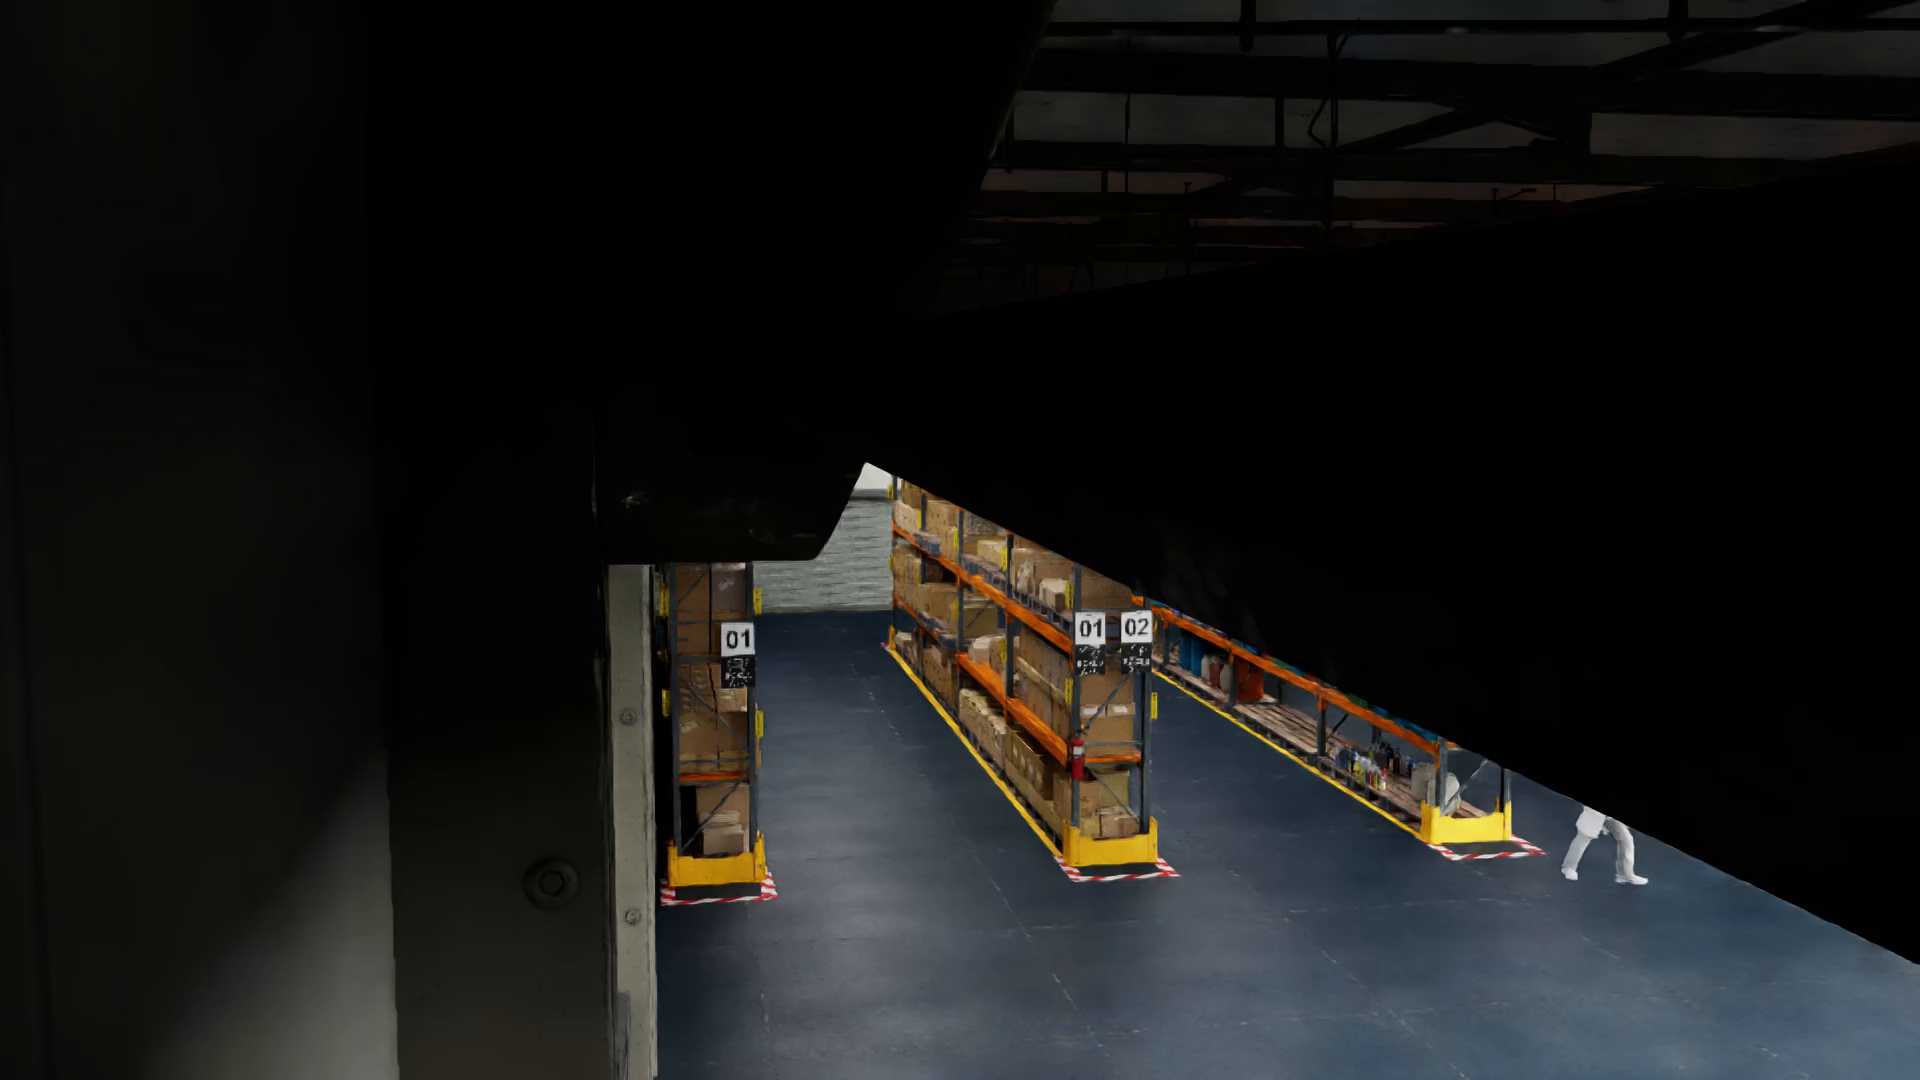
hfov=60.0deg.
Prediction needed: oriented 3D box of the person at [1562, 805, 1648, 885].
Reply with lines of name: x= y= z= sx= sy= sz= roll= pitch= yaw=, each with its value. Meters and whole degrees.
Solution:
person: x=7.764 y=3.296 z=20.113 sx=0.724 sy=1.713 sz=0.901 roll=-3 pitch=7 yaw=-27
